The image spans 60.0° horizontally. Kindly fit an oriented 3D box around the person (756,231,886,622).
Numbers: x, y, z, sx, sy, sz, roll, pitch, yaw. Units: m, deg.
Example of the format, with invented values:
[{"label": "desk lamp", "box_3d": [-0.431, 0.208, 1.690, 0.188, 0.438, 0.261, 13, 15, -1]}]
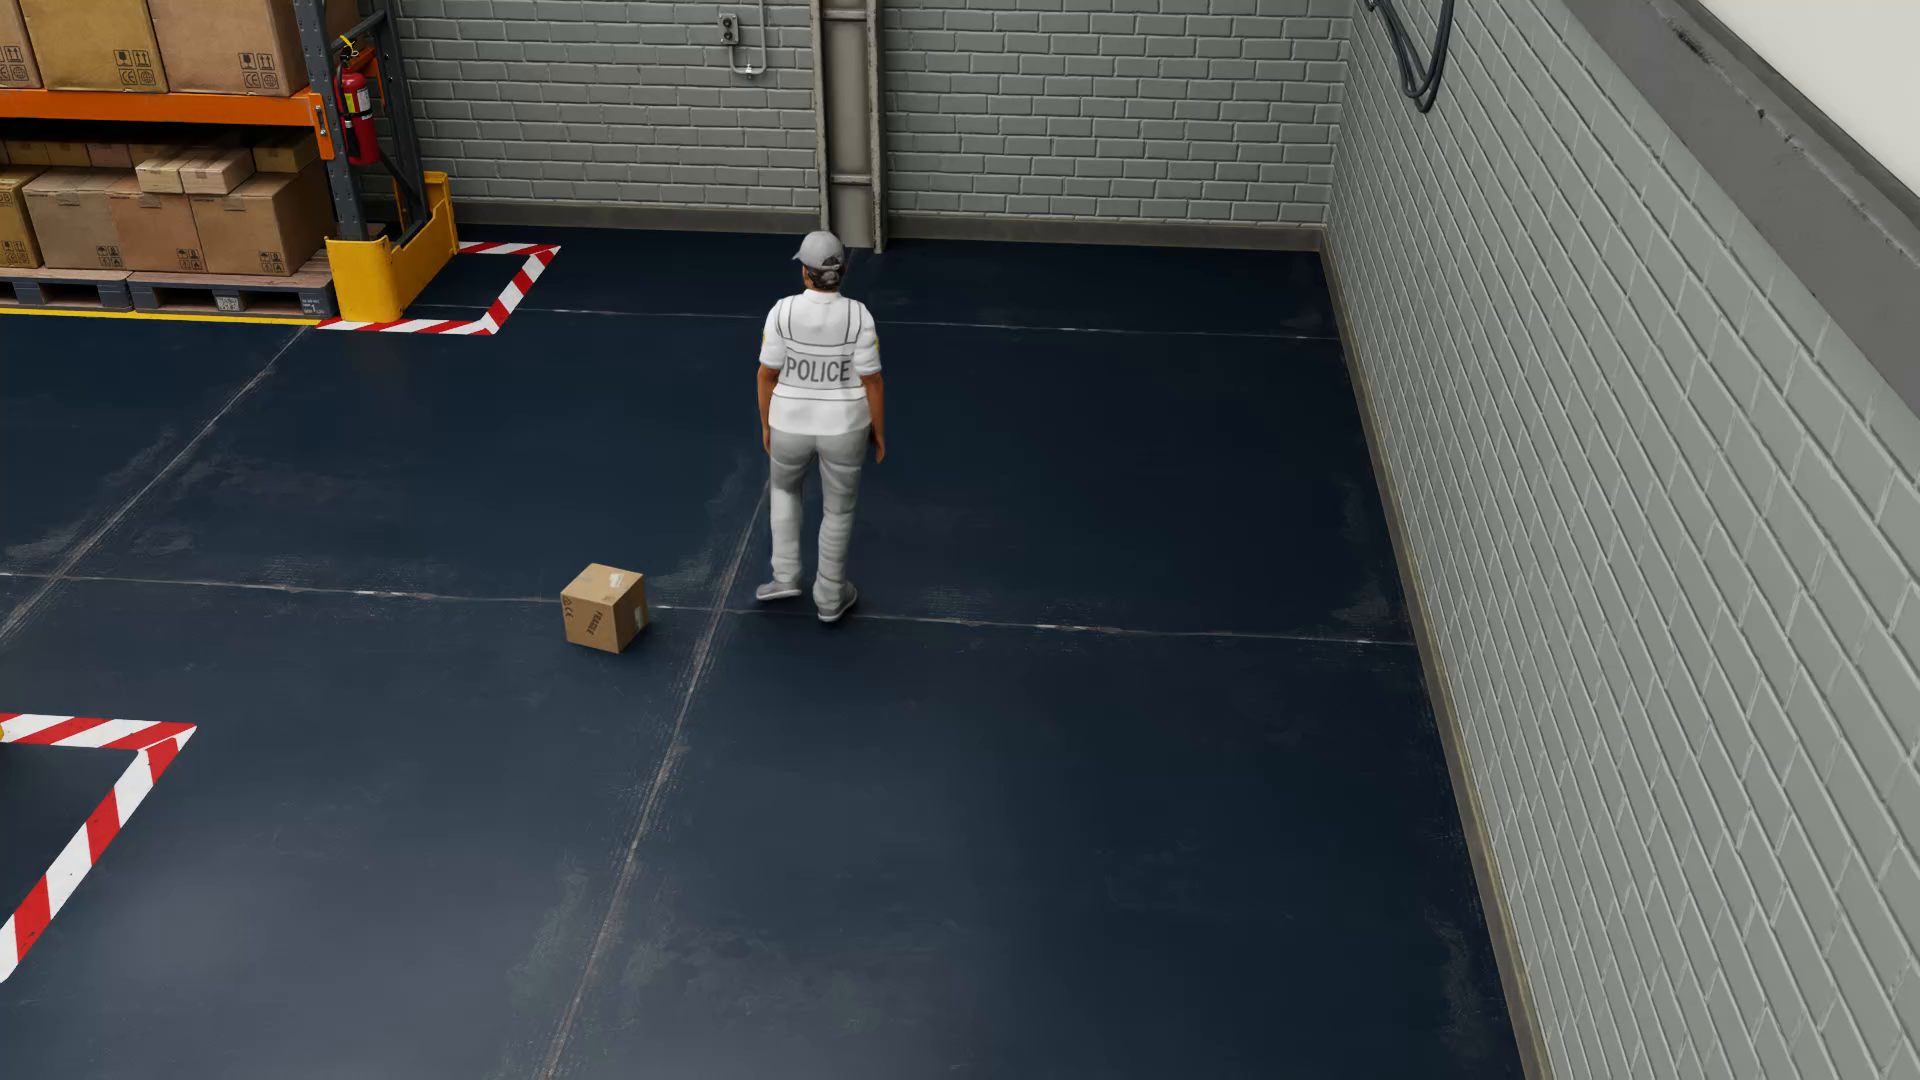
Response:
[{"label": "person", "box_3d": [-0.598, -0.455, 6.831, 0.578, 1.653, 0.476, 2, 32, 4]}]
